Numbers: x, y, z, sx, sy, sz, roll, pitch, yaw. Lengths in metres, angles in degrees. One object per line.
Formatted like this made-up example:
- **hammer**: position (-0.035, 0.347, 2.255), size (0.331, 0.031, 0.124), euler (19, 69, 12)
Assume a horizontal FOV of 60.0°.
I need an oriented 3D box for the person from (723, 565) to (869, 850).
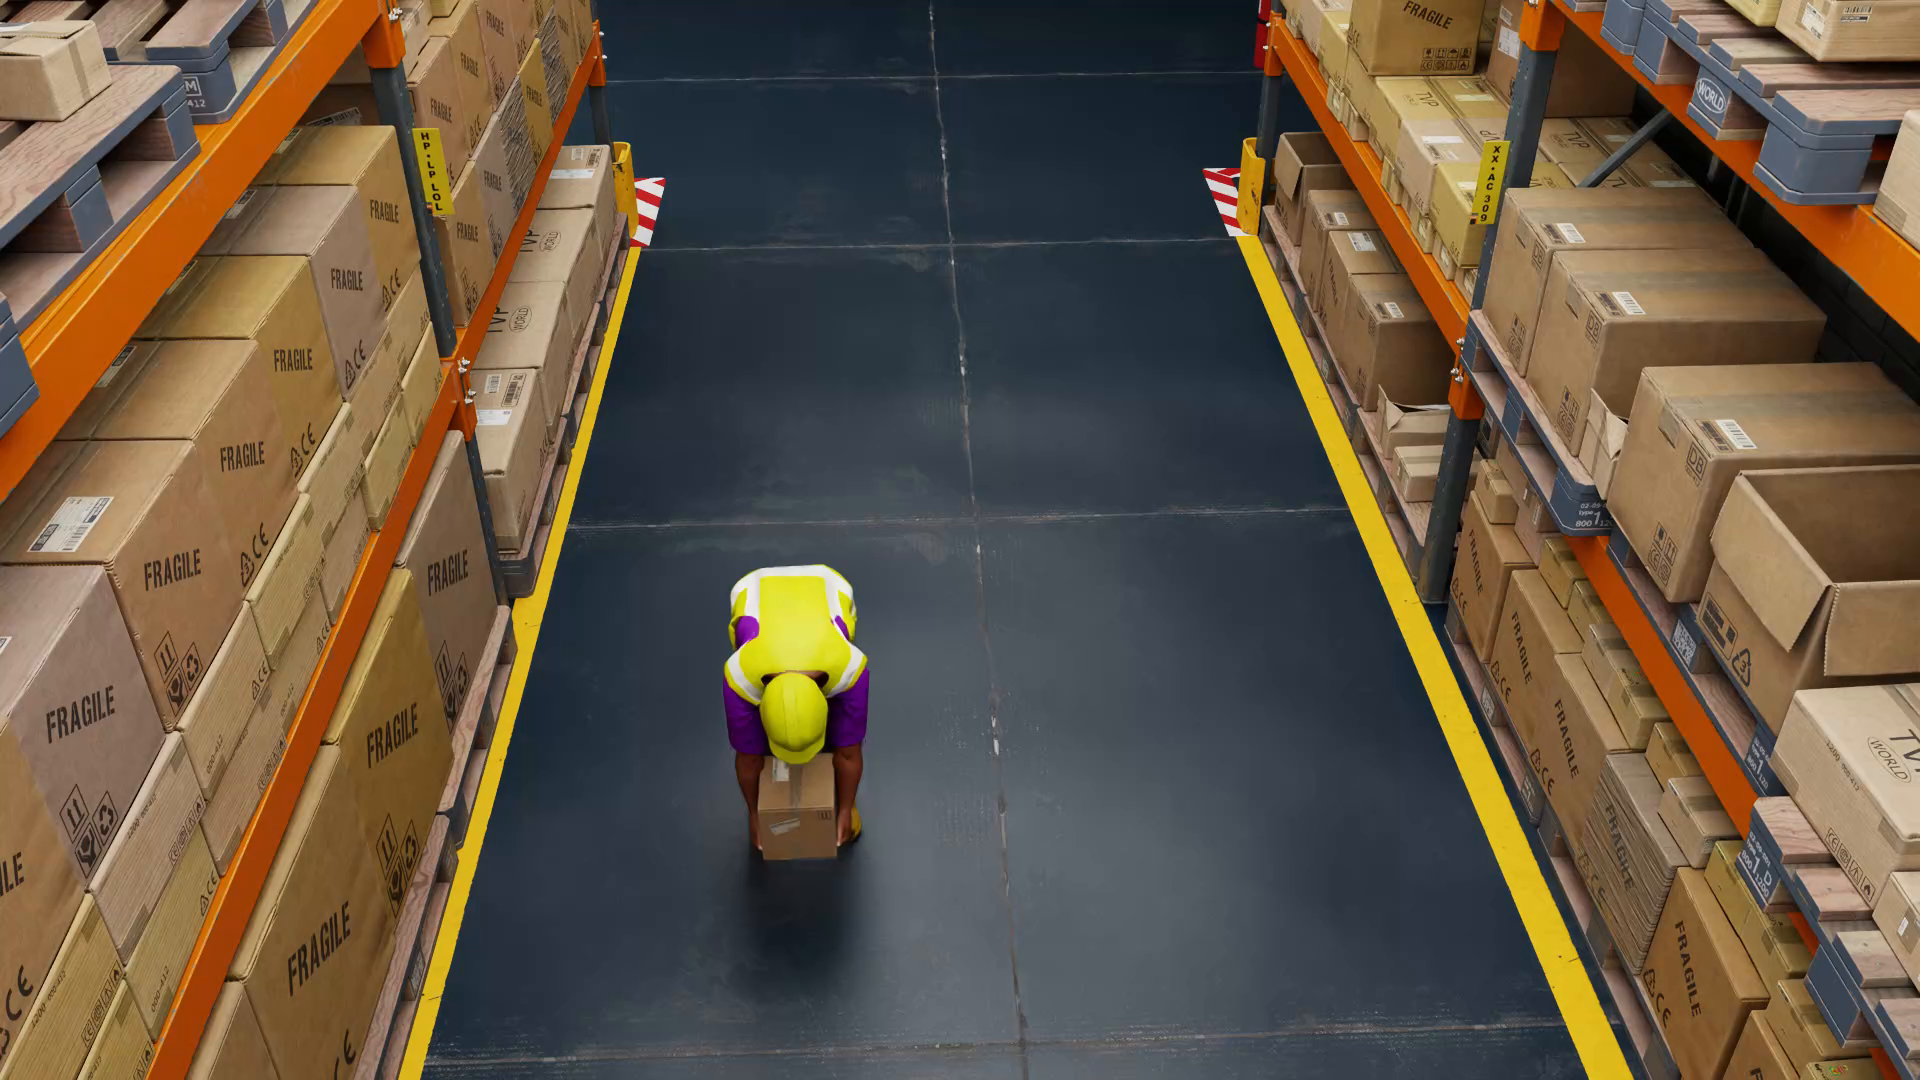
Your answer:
- **person**: position (-0.539, 0.690, 5.675), size (0.477, 1.148, 0.974), euler (-3, 35, -4)
